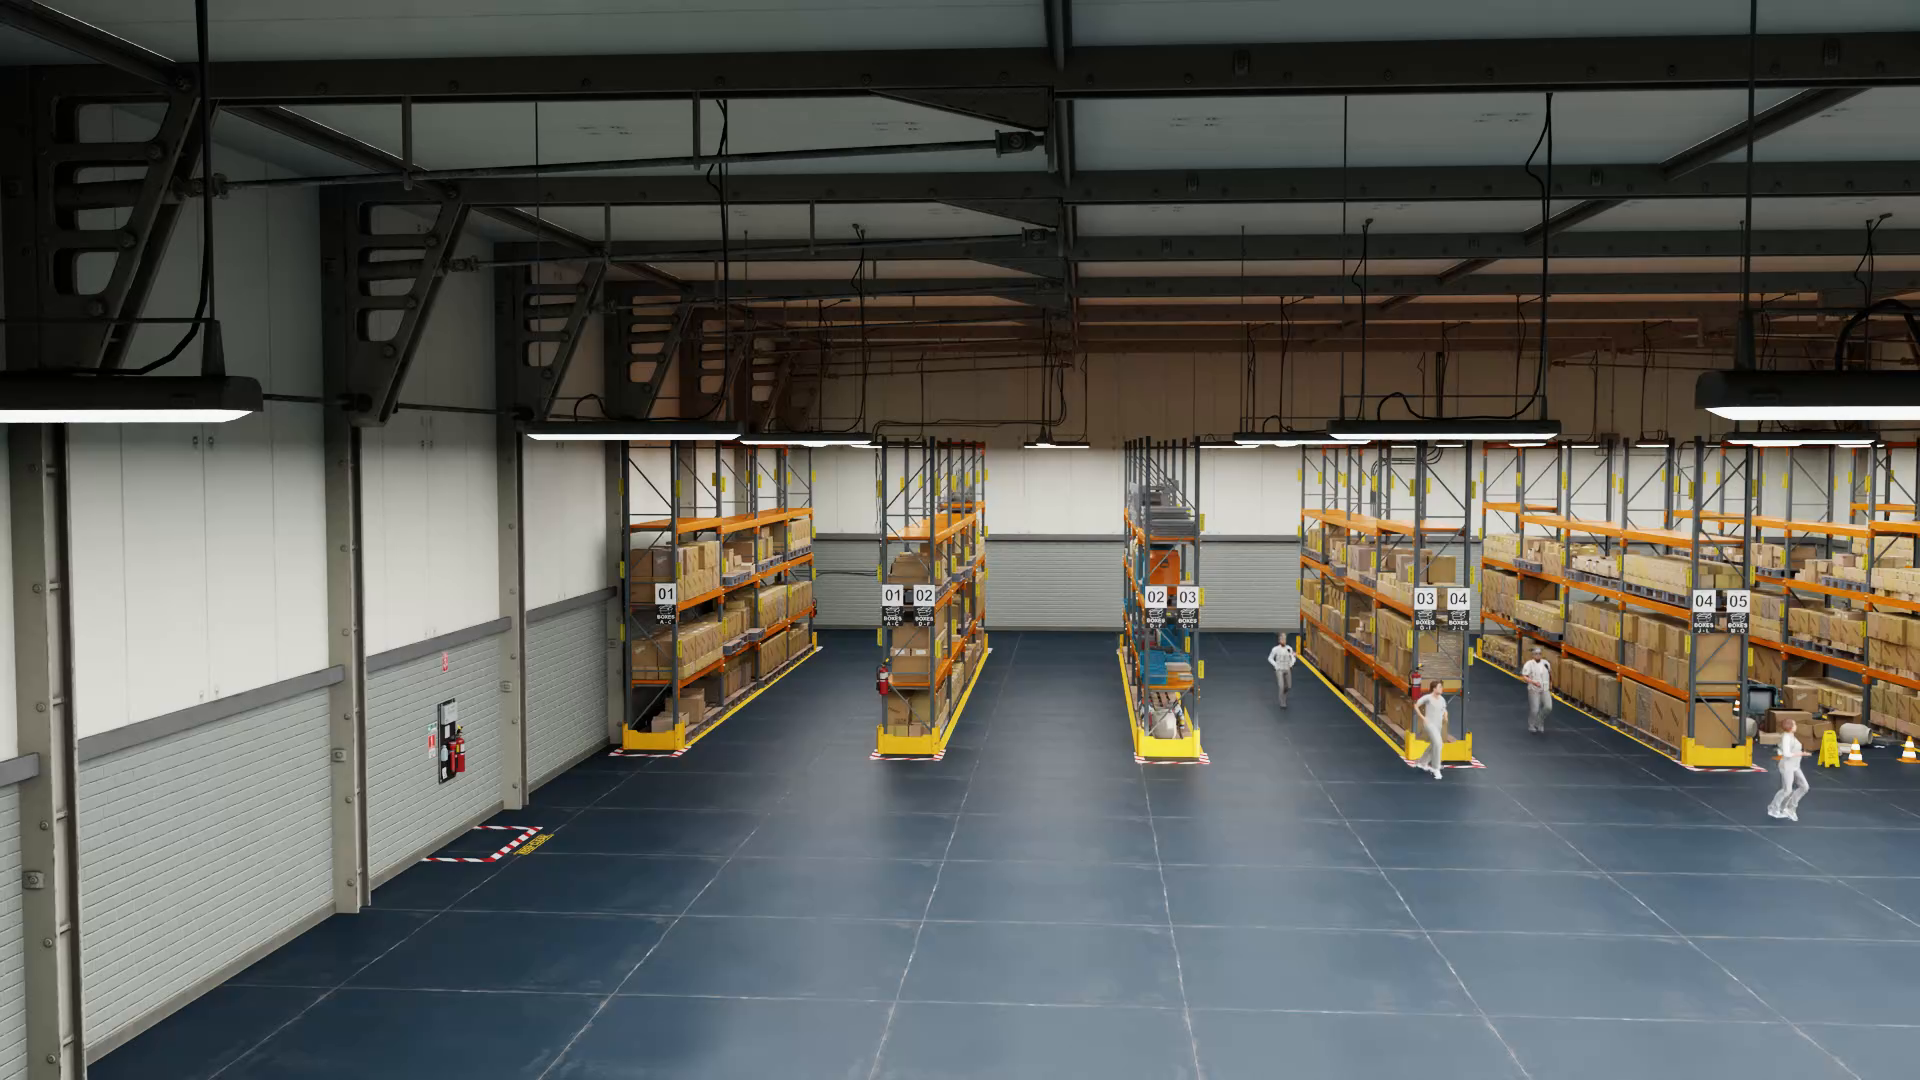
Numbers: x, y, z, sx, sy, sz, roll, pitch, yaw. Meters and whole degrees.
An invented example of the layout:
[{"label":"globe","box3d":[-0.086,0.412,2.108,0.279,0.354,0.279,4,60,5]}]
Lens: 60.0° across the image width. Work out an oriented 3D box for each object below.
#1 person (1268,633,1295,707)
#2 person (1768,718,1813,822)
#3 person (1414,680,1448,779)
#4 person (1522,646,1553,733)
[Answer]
[{"label":"person","box3d":[7.224,2.902,37.288,0.614,1.647,0.580,0,3,-4]},{"label":"person","box3d":[12.826,3.563,25.660,0.635,1.592,0.514,3,4,42]},{"label":"person","box3d":[8.364,3.325,29.381,0.568,1.703,0.751,-2,4,-30]},{"label":"person","box3d":[11.770,3.039,33.810,0.665,1.759,0.629,0,3,-2]}]
